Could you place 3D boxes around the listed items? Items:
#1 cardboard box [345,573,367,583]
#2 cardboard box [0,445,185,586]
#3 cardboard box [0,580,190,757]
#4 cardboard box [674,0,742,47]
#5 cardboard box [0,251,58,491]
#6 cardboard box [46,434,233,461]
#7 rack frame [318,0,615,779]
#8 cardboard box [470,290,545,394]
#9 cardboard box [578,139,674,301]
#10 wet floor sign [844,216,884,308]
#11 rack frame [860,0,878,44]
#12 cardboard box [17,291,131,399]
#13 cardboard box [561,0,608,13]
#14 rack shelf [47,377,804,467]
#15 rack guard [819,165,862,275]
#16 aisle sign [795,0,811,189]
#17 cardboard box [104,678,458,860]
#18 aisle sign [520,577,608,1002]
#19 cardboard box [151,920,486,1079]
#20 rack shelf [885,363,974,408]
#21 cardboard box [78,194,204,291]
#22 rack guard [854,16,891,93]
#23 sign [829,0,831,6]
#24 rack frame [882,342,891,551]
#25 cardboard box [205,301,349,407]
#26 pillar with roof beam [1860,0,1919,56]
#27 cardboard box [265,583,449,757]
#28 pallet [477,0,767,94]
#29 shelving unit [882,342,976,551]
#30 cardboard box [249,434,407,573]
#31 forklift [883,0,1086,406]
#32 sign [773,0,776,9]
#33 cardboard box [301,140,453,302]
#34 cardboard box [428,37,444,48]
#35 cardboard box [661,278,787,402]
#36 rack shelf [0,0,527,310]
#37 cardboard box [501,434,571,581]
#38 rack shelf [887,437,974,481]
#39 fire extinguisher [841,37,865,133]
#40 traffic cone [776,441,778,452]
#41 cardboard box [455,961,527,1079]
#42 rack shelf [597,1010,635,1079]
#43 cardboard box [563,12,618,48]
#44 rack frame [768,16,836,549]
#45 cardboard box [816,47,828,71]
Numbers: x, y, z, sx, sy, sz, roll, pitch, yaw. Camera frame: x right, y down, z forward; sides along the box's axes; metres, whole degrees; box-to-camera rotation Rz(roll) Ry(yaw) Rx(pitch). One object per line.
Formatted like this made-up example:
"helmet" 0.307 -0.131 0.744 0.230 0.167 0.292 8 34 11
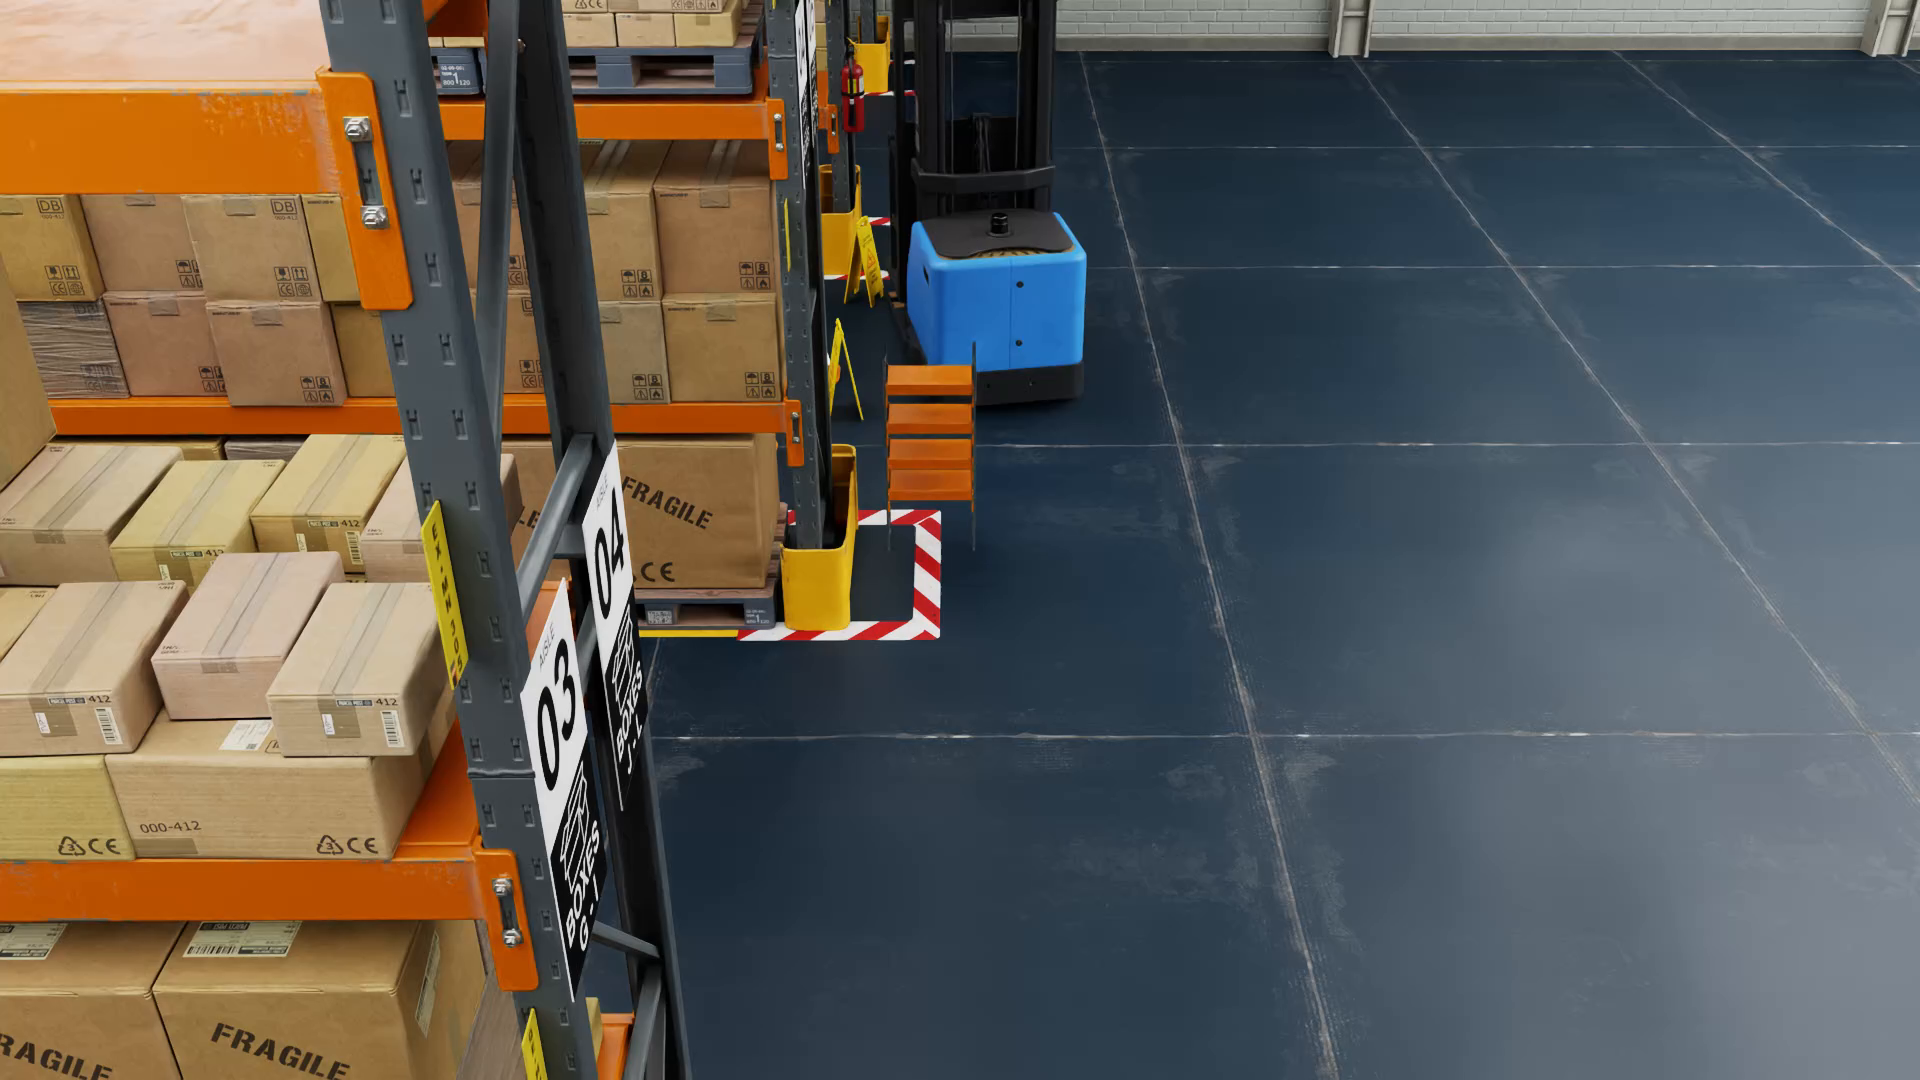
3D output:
"cardboard box" -1.346 0.119 3.804 0.500 0.250 0.500 1 31 1
"cardboard box" -1.924 -0.058 3.712 0.250 0.149 0.380 1 31 2
"cardboard box" -1.672 0.242 3.217 0.250 0.149 0.380 -1 31 -2
"cardboard box" -1.122 -2.323 7.426 0.250 0.149 0.380 0 31 0
"cardboard box" -2.349 -0.331 3.537 0.500 0.500 0.500 0 31 0
"cardboard box" -4.162 -0.327 8.930 0.875 0.875 0.875 0 31 0
"rack frame" -0.863 -1.095 2.768 0.127 3.000 1.000 0 31 0
"cardboard box" -2.273 -1.193 8.569 0.550 0.550 0.875 0 31 0
"cardboard box" -1.712 -1.598 8.196 0.550 0.550 0.875 0 31 0
"wet floor sign" -0.726 -2.109 12.494 0.232 0.644 0.267 10 33 17
"rack frame" -0.956 -6.245 17.040 0.127 3.000 1.000 0 31 0
"cardboard box" -4.423 -1.162 8.518 0.550 0.550 0.875 0 31 0
"cardboard box" -1.779 -2.523 7.371 0.500 0.250 0.500 0 31 0
"rack shelf" -2.791 -0.789 8.742 4.000 0.370 1.077 0 31 0
"rack guard" -0.998 -2.601 13.445 0.348 0.500 1.175 0 31 0
"aisle sign" -0.719 -2.059 7.635 0.004 0.787 0.394 0 31 0
"cardboard box" -1.343 0.385 3.365 0.500 0.250 0.500 1 31 1
"aisle sign" -0.799 0.514 3.394 0.004 0.787 0.394 0 31 0
"cardboard box" -1.411 1.003 3.748 0.500 0.500 0.500 0 31 0
"rack shelf" -0.166 -0.848 9.123 0.480 0.148 0.258 0 31 0
"cardboard box" -3.873 -1.662 8.300 0.550 0.550 0.875 0 31 0
"rack guard" -0.932 -5.176 17.689 0.348 0.500 1.175 0 31 0
"sign" -0.939 -4.012 11.940 0.005 0.325 0.100 0 31 0
"rack frame" -0.410 -0.512 9.326 0.015 1.200 0.240 0 31 0
"cardboard box" -3.332 -1.116 8.442 0.550 0.550 0.875 0 31 0
"pillar with roof beam" 10.368 -7.080 12.632 0.400 9.000 9.100 0 31 0
"cardboard box" -1.138 0.244 3.213 0.250 0.149 0.380 0 31 0
"pallet" -1.533 -2.340 7.797 1.213 0.211 1.003 0 31 0
"shelving unit" -0.166 -0.512 9.327 0.503 1.200 0.258 0 31 0
"cardboard box" -1.399 -0.087 3.759 0.250 0.149 0.380 0 31 1
"forklift" 0.047 -2.868 11.540 1.130 2.935 3.031 -6 32 -9
"sign" -0.802 -2.449 7.114 0.005 0.325 0.100 0 31 0
"cardboard box" -2.802 -1.598 8.195 0.500 0.550 0.875 0 31 0
"cardboard box" -2.392 -2.320 7.420 0.250 0.149 0.380 0 31 0
"cardboard box" -1.162 -1.142 8.486 0.550 0.550 0.875 0 31 0
"rack shelf" -2.863 -0.779 2.945 4.000 0.370 1.077 0 31 0
"cardboard box" -2.349 -0.334 8.941 0.875 0.875 0.875 -1 31 -1
"rack shelf" -0.166 -0.455 9.362 0.480 0.148 0.258 0 31 0
"fire extinguisher" -0.805 -3.398 12.423 0.183 0.674 0.296 0 31 0
"traffic cone" -1.331 -0.753 10.435 0.334 0.463 0.336 0 31 0
"cardboard box" -1.413 1.288 4.242 0.500 0.500 0.875 0 31 0
"rack shelf" -2.863 1.784 4.501 4.000 0.370 1.077 0 31 0
"cardboard box" -1.631 -2.322 7.423 0.250 0.149 0.380 0 31 0
"rack frame" -0.791 -1.103 8.565 0.127 3.000 1.000 0 31 0
"cardboard box" -1.424 -5.084 17.372 0.500 0.250 0.500 0 31 0
